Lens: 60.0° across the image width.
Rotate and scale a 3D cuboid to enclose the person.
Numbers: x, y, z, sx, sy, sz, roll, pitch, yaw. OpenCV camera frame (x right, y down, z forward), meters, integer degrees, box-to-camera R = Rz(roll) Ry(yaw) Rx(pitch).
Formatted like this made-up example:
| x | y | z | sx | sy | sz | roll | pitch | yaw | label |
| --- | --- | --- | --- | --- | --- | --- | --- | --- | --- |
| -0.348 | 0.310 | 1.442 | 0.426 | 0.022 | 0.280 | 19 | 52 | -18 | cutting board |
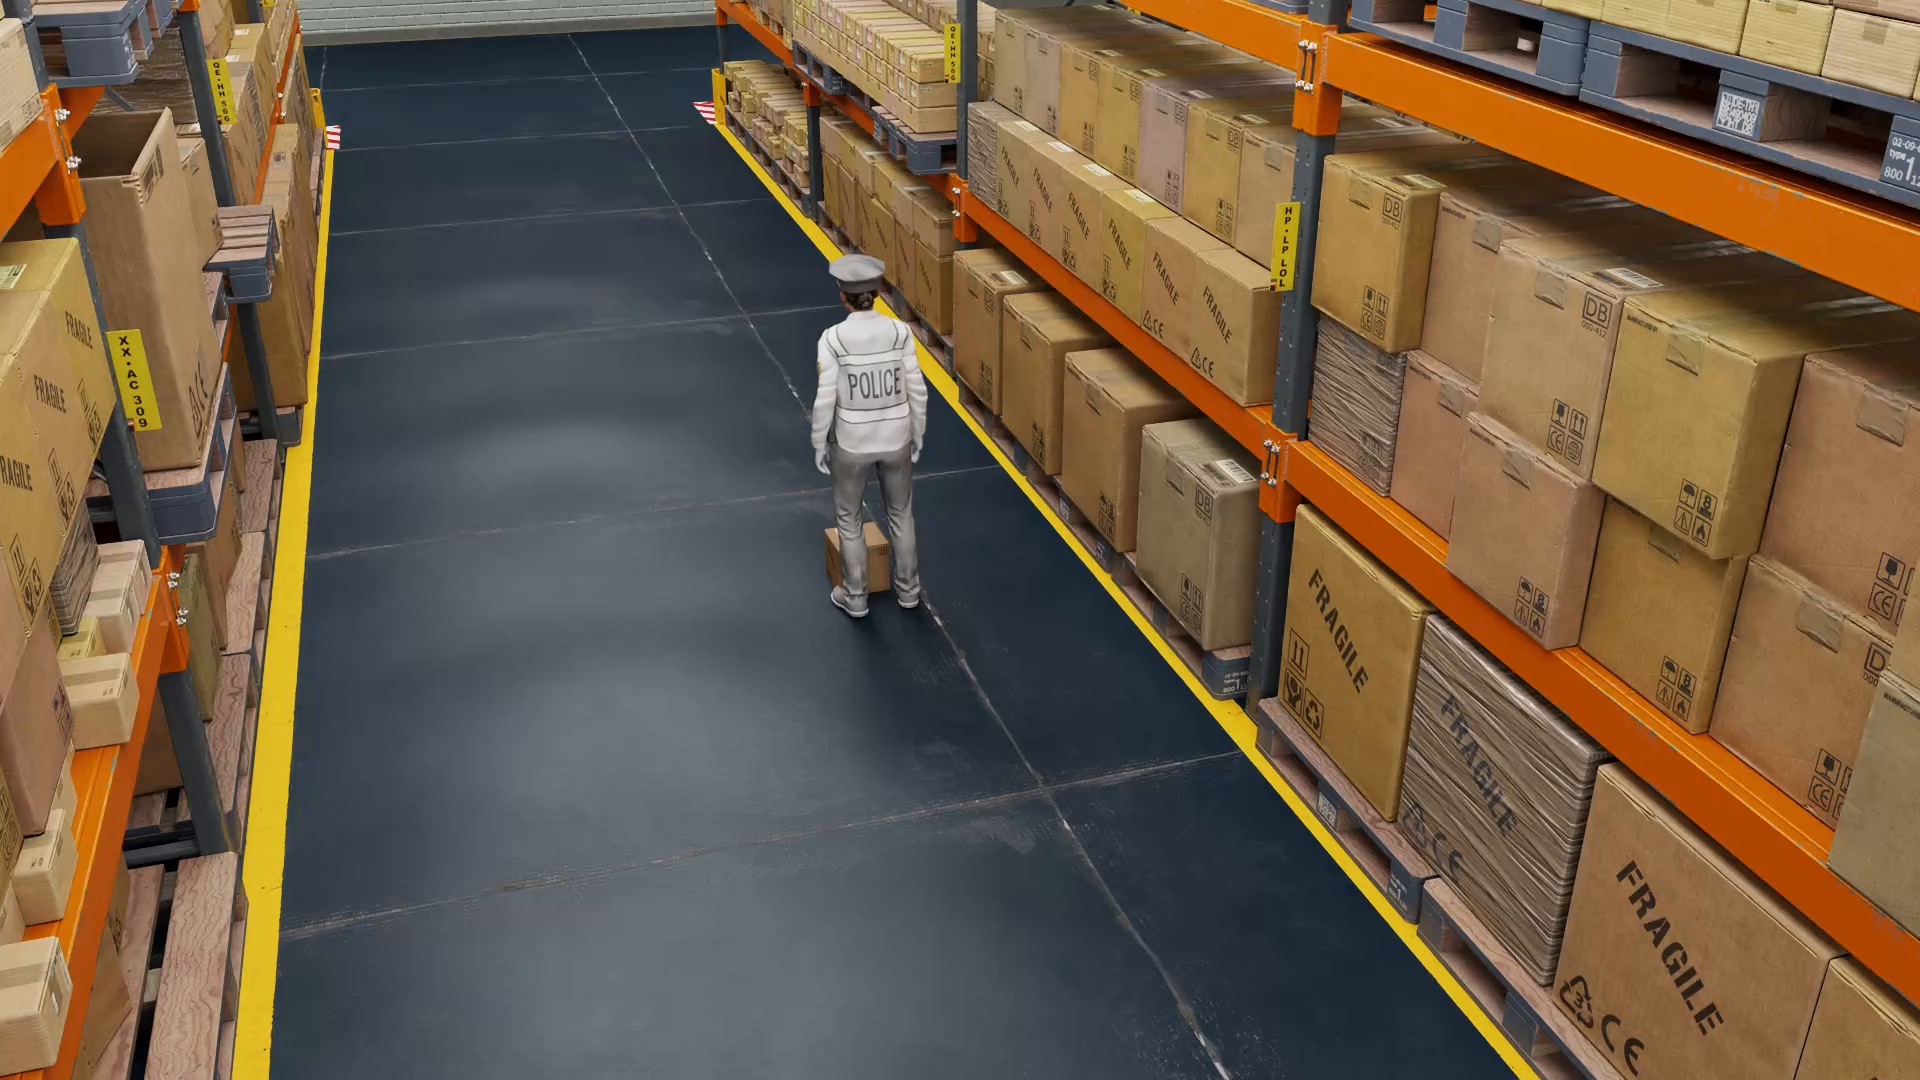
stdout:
| x | y | z | sx | sy | sz | roll | pitch | yaw | label |
| --- | --- | --- | --- | --- | --- | --- | --- | --- | --- |
| -0.407 | -0.434 | 7.491 | 0.528 | 1.654 | 0.375 | -8 | 28 | -16 | person |
